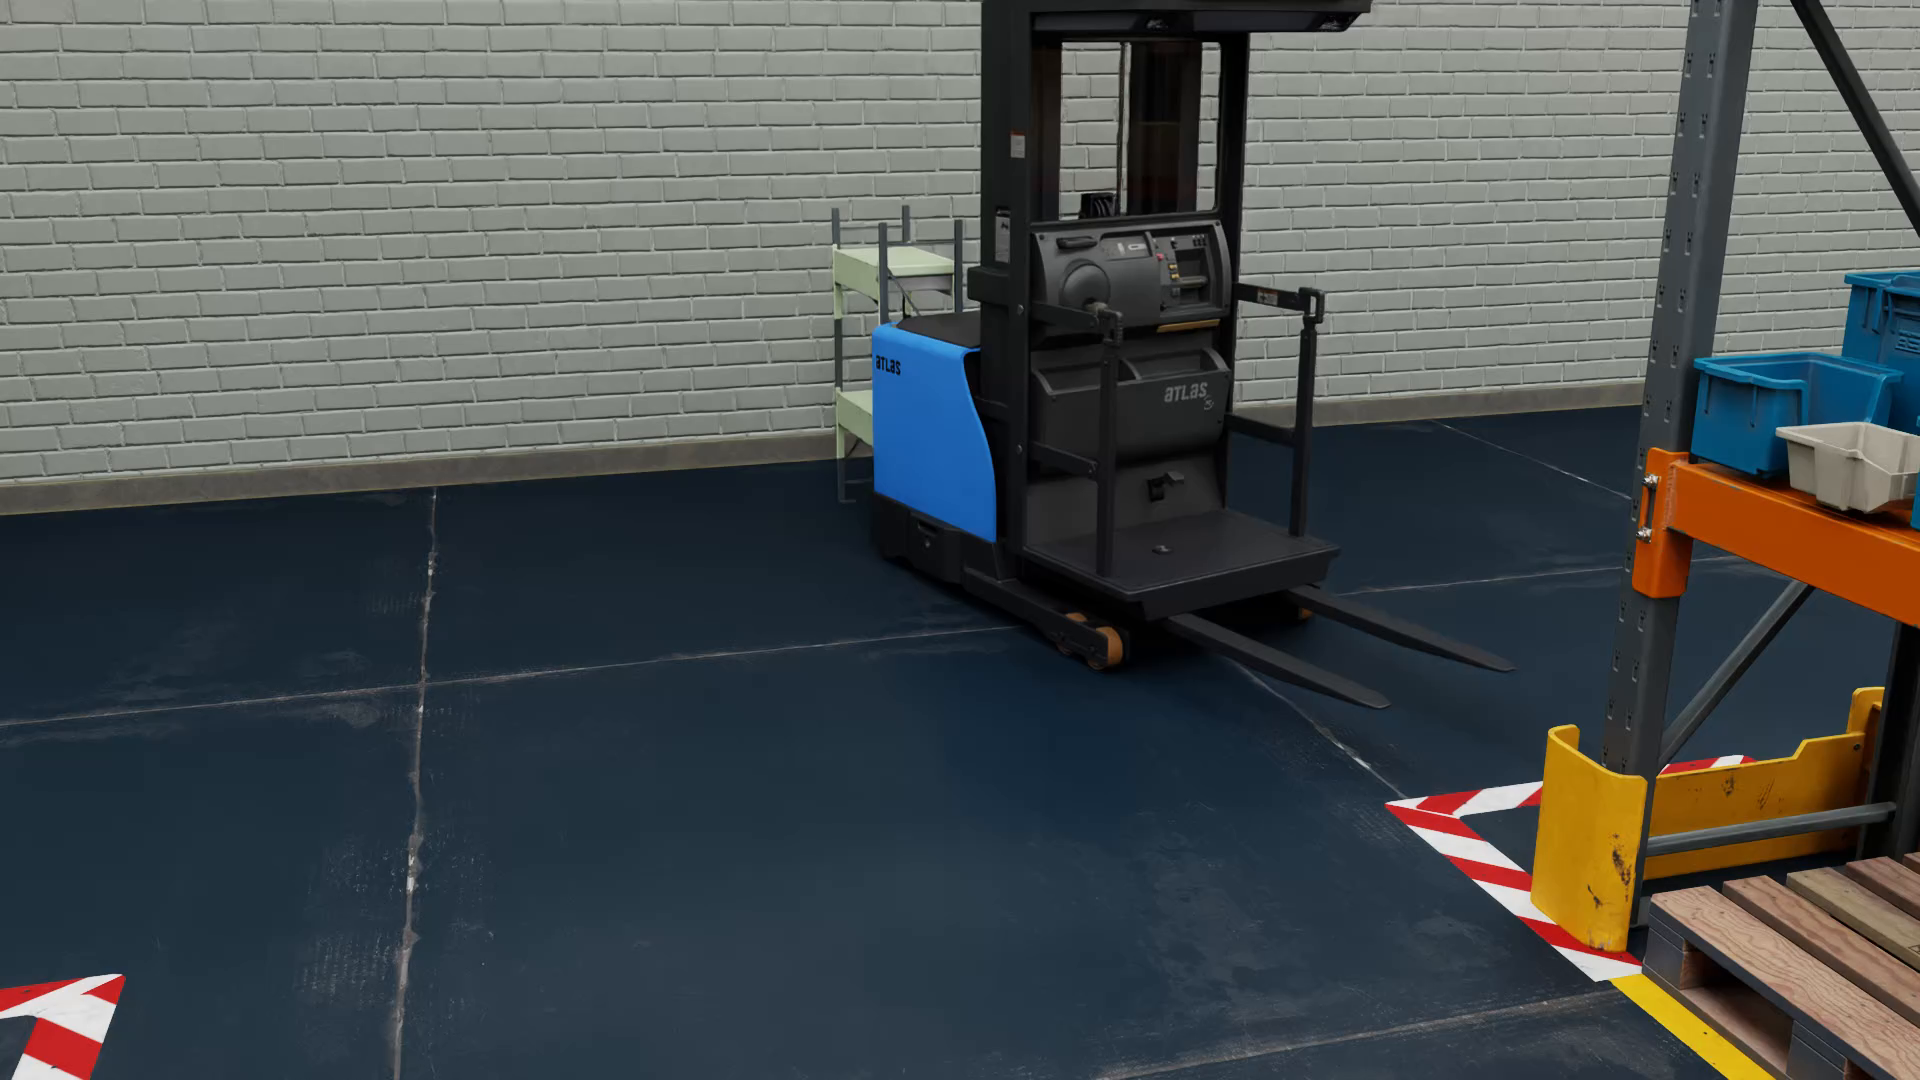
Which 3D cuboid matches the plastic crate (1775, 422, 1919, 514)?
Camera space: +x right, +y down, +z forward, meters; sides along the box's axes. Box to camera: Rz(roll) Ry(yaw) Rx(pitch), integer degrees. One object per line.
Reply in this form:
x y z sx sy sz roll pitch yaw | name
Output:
1.956 -0.152 3.597 0.250 0.136 0.298 -5 17 -15 | plastic crate

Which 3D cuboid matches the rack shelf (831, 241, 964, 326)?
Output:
-0.310 -1.208 8.011 0.431 0.370 0.720 -6 18 -20 | rack shelf

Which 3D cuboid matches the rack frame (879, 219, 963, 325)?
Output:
-0.178 -0.736 7.797 0.400 1.500 0.023 -6 18 -20 | rack frame

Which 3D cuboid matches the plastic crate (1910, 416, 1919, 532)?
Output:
2.129 -0.111 3.294 0.416 0.233 0.300 -5 17 -15 | plastic crate

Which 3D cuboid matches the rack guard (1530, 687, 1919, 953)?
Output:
2.177 0.753 4.577 1.175 0.500 0.348 -5 17 -15 | rack guard

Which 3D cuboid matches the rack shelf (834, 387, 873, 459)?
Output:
-0.310 -0.522 8.217 0.431 0.370 0.720 -6 18 -20 | rack shelf

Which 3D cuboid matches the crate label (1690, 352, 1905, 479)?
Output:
1.948 -0.293 3.900 0.416 0.233 0.303 -5 17 -15 | crate label

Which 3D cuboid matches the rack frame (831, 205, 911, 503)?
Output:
-0.442 -0.933 8.451 0.400 1.500 0.023 -6 18 -20 | rack frame

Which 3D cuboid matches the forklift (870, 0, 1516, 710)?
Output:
0.810 -1.064 6.400 1.130 2.935 3.031 -11 20 -31 | forklift

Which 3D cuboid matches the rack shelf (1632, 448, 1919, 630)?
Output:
2.746 0.459 2.460 1.077 0.370 4.000 -5 17 -15 | rack shelf

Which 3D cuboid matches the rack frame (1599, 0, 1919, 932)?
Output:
2.196 -0.439 4.198 1.000 3.000 0.127 -5 17 -15 | rack frame

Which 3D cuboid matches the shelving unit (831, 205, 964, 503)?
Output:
-0.310 -0.835 8.124 0.431 1.500 0.755 -6 18 -20 | shelving unit

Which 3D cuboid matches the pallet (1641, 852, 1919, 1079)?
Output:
2.386 1.128 3.830 1.003 0.211 1.213 -5 17 -15 | pallet

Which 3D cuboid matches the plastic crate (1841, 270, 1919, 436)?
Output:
2.468 -0.406 3.925 0.616 0.435 0.499 -5 17 -15 | plastic crate
